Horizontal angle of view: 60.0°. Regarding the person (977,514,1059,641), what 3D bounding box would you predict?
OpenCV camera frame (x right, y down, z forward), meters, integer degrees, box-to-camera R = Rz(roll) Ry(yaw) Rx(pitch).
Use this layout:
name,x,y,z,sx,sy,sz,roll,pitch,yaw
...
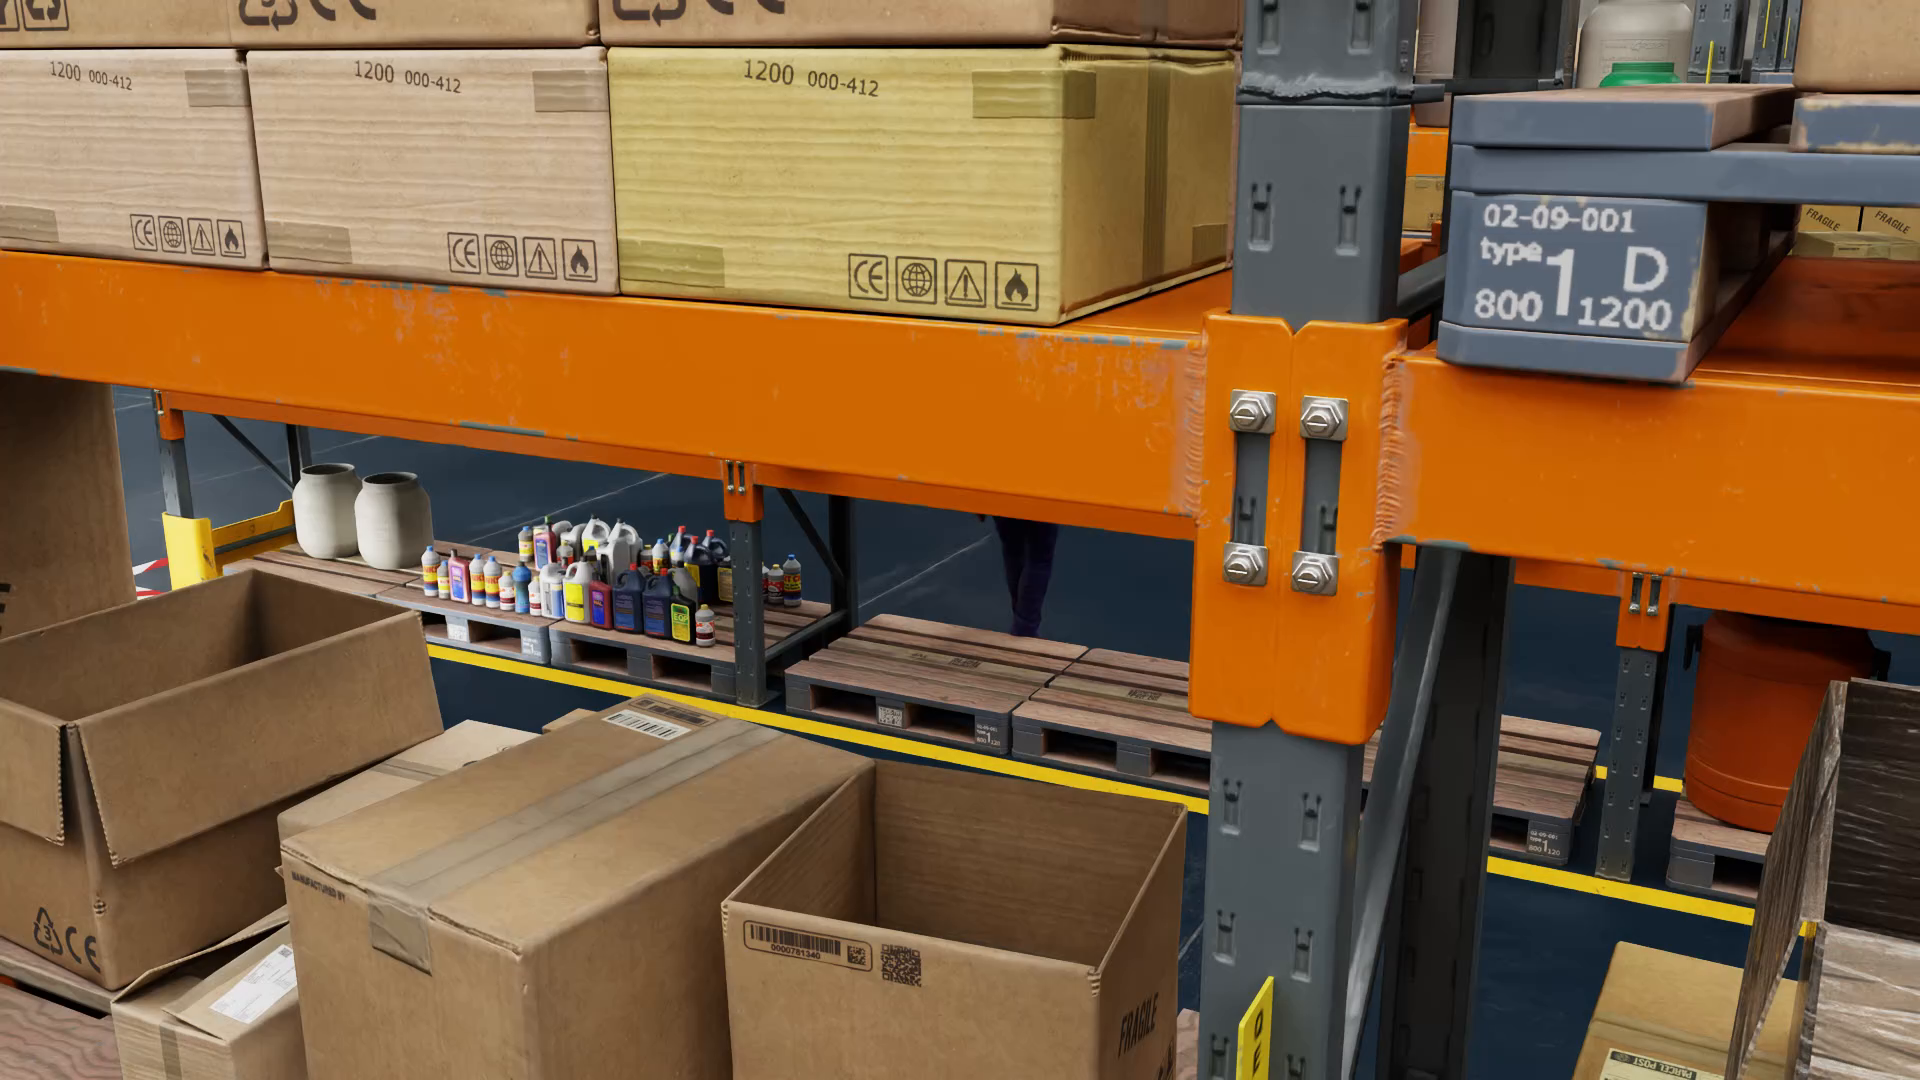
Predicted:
name,x,y,z,sx,sy,sz,roll,pitch,yaw
person,0.408,-0.215,8.685,0.580,1.652,0.699,5,17,17
